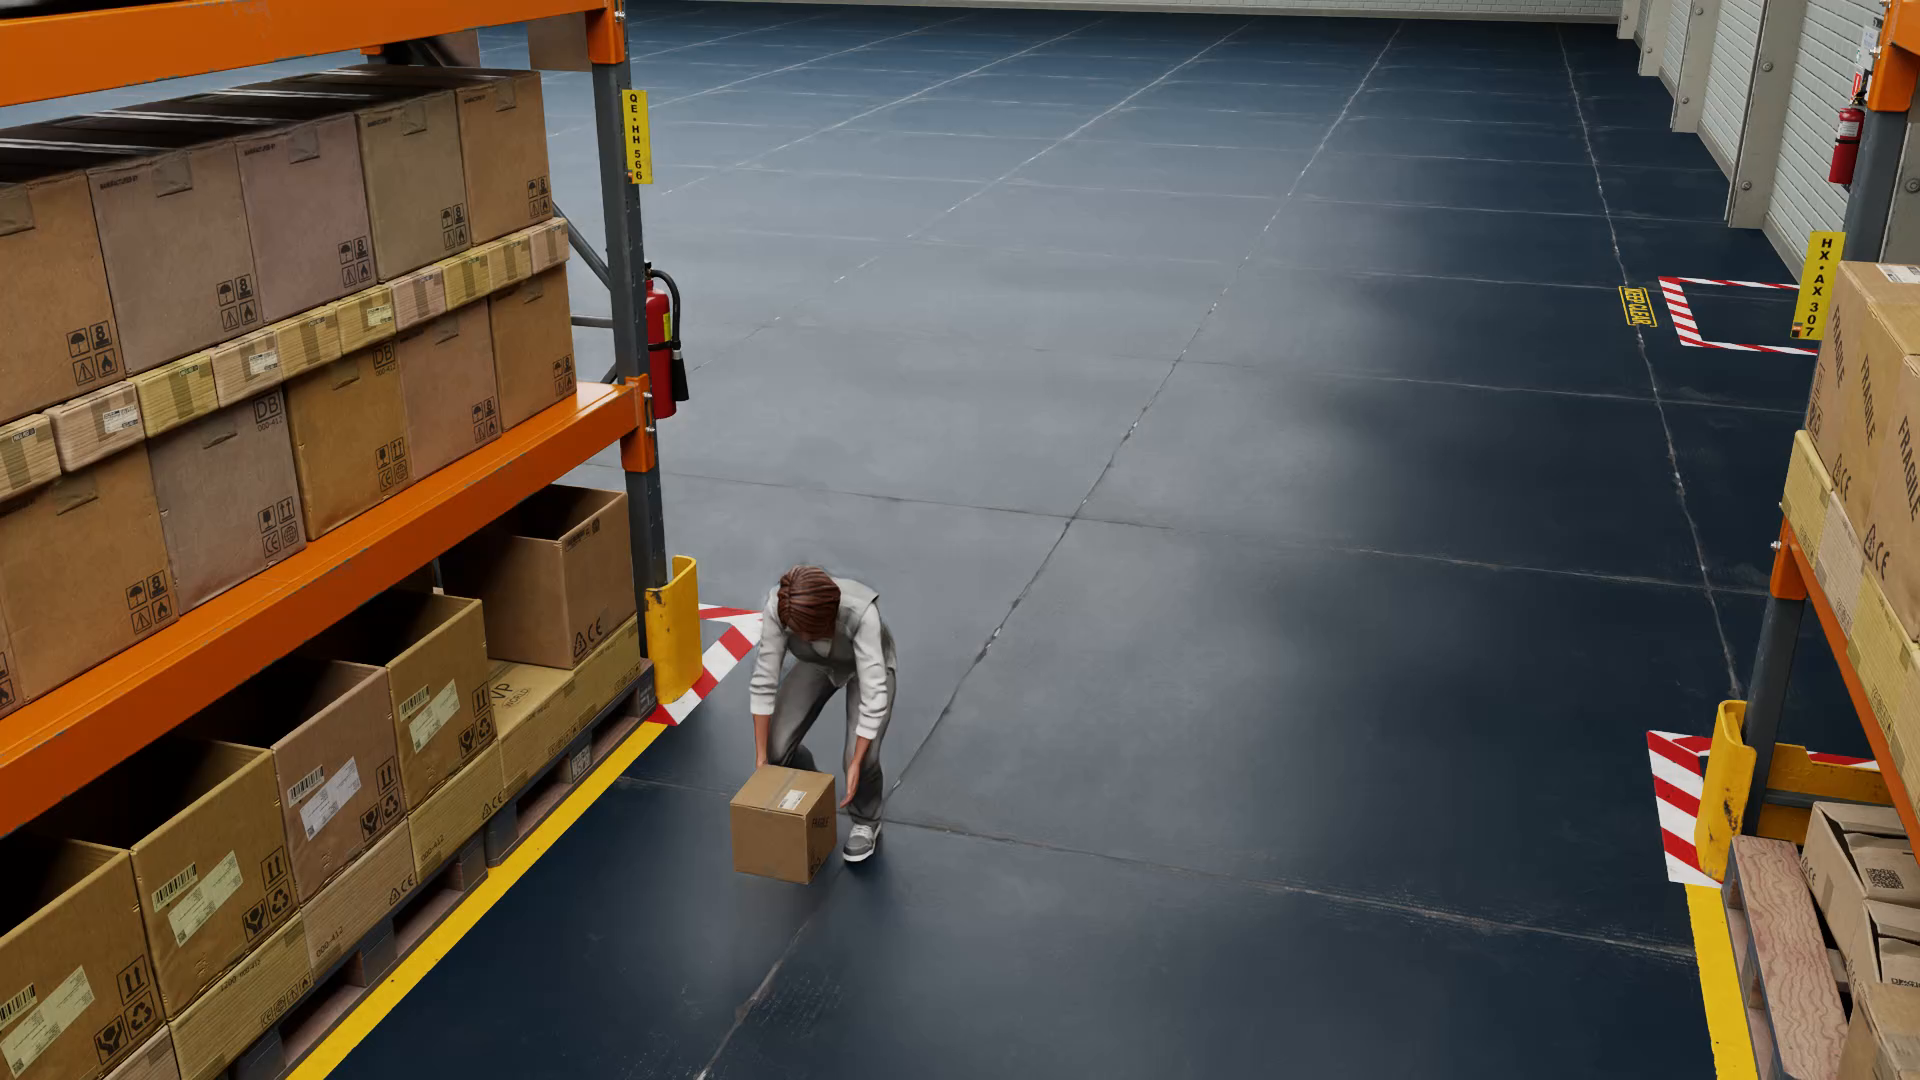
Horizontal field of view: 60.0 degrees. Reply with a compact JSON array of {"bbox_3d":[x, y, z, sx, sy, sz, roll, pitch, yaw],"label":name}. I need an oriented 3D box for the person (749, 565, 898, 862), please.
[{"bbox_3d":[-0.408,0.520,5.448,0.464,1.136,0.730,7,23,16],"label":"person"}]
